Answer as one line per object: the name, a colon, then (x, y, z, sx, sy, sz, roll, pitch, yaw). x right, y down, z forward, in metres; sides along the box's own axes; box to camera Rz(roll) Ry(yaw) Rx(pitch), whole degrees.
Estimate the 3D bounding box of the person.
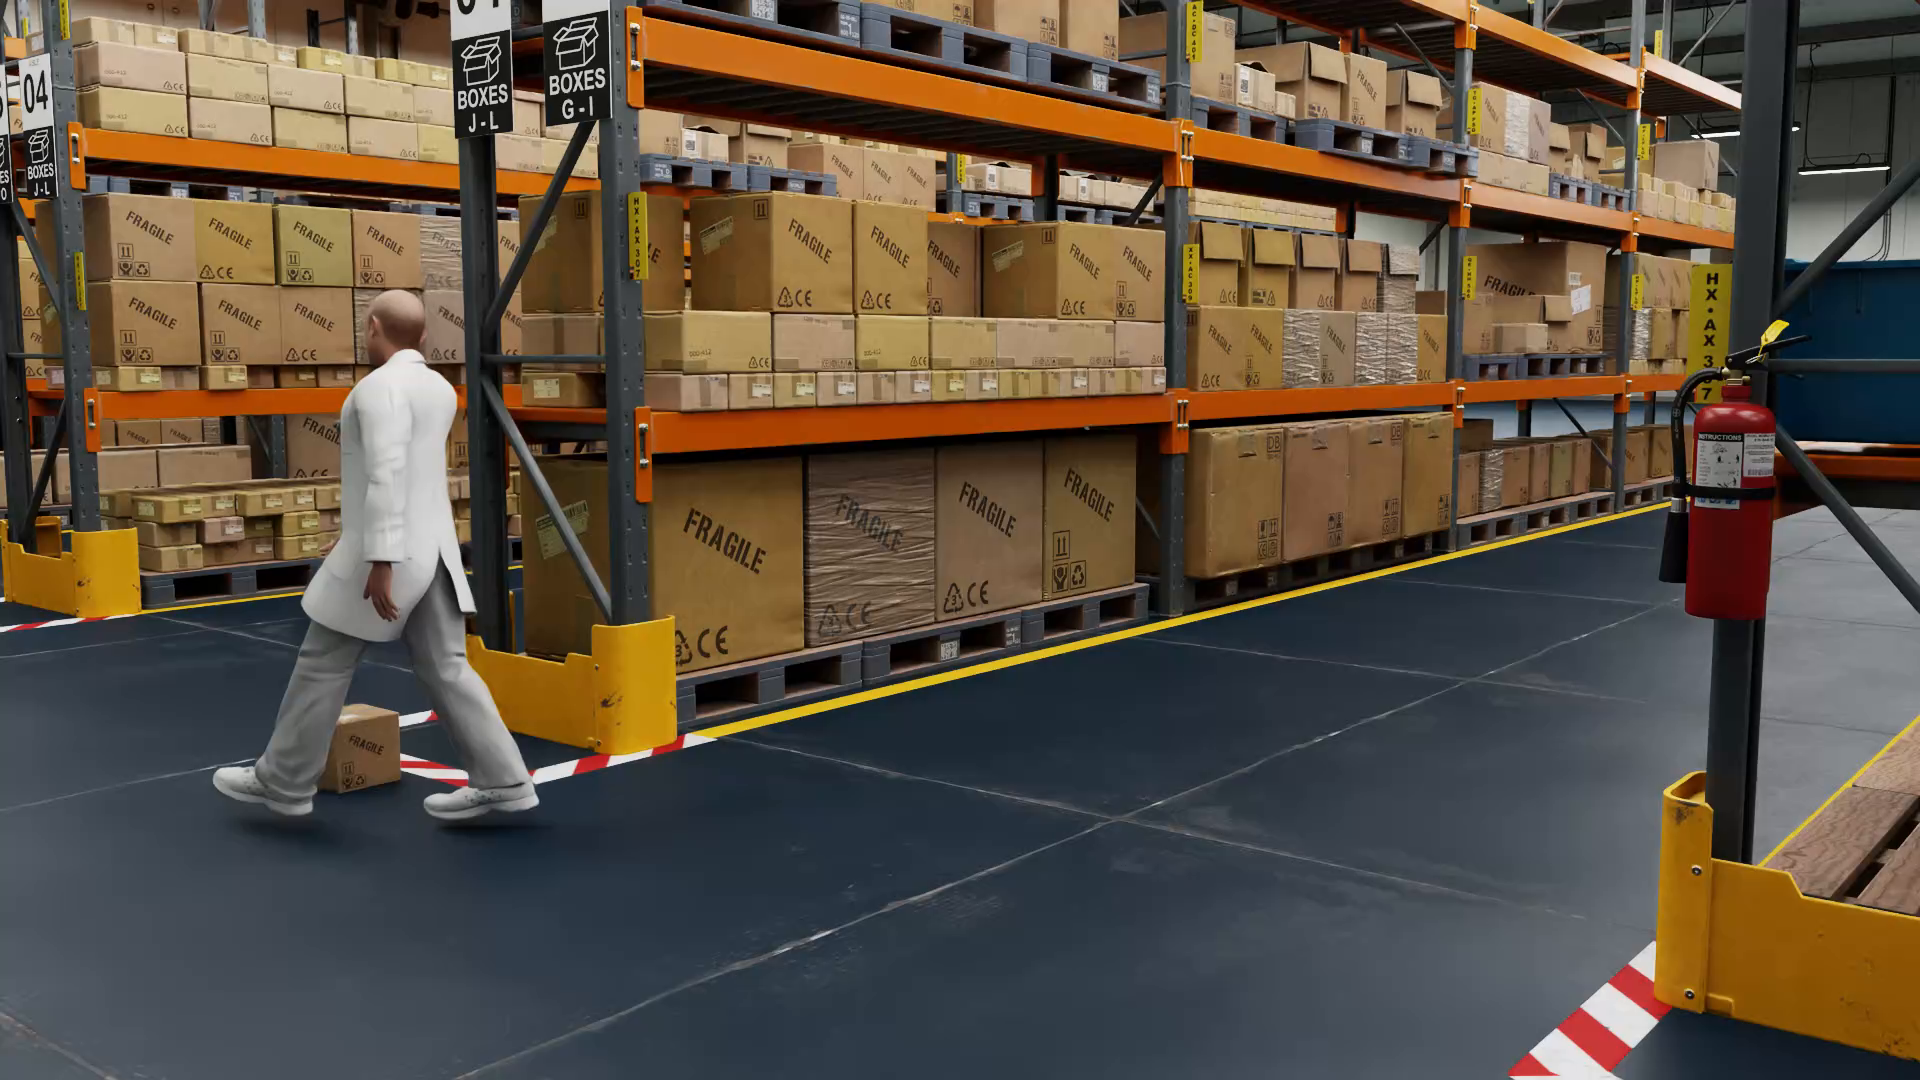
person: (-1.914, 0.044, 5.424, 1.109, 1.711, 0.618, 2, 7, 14)
